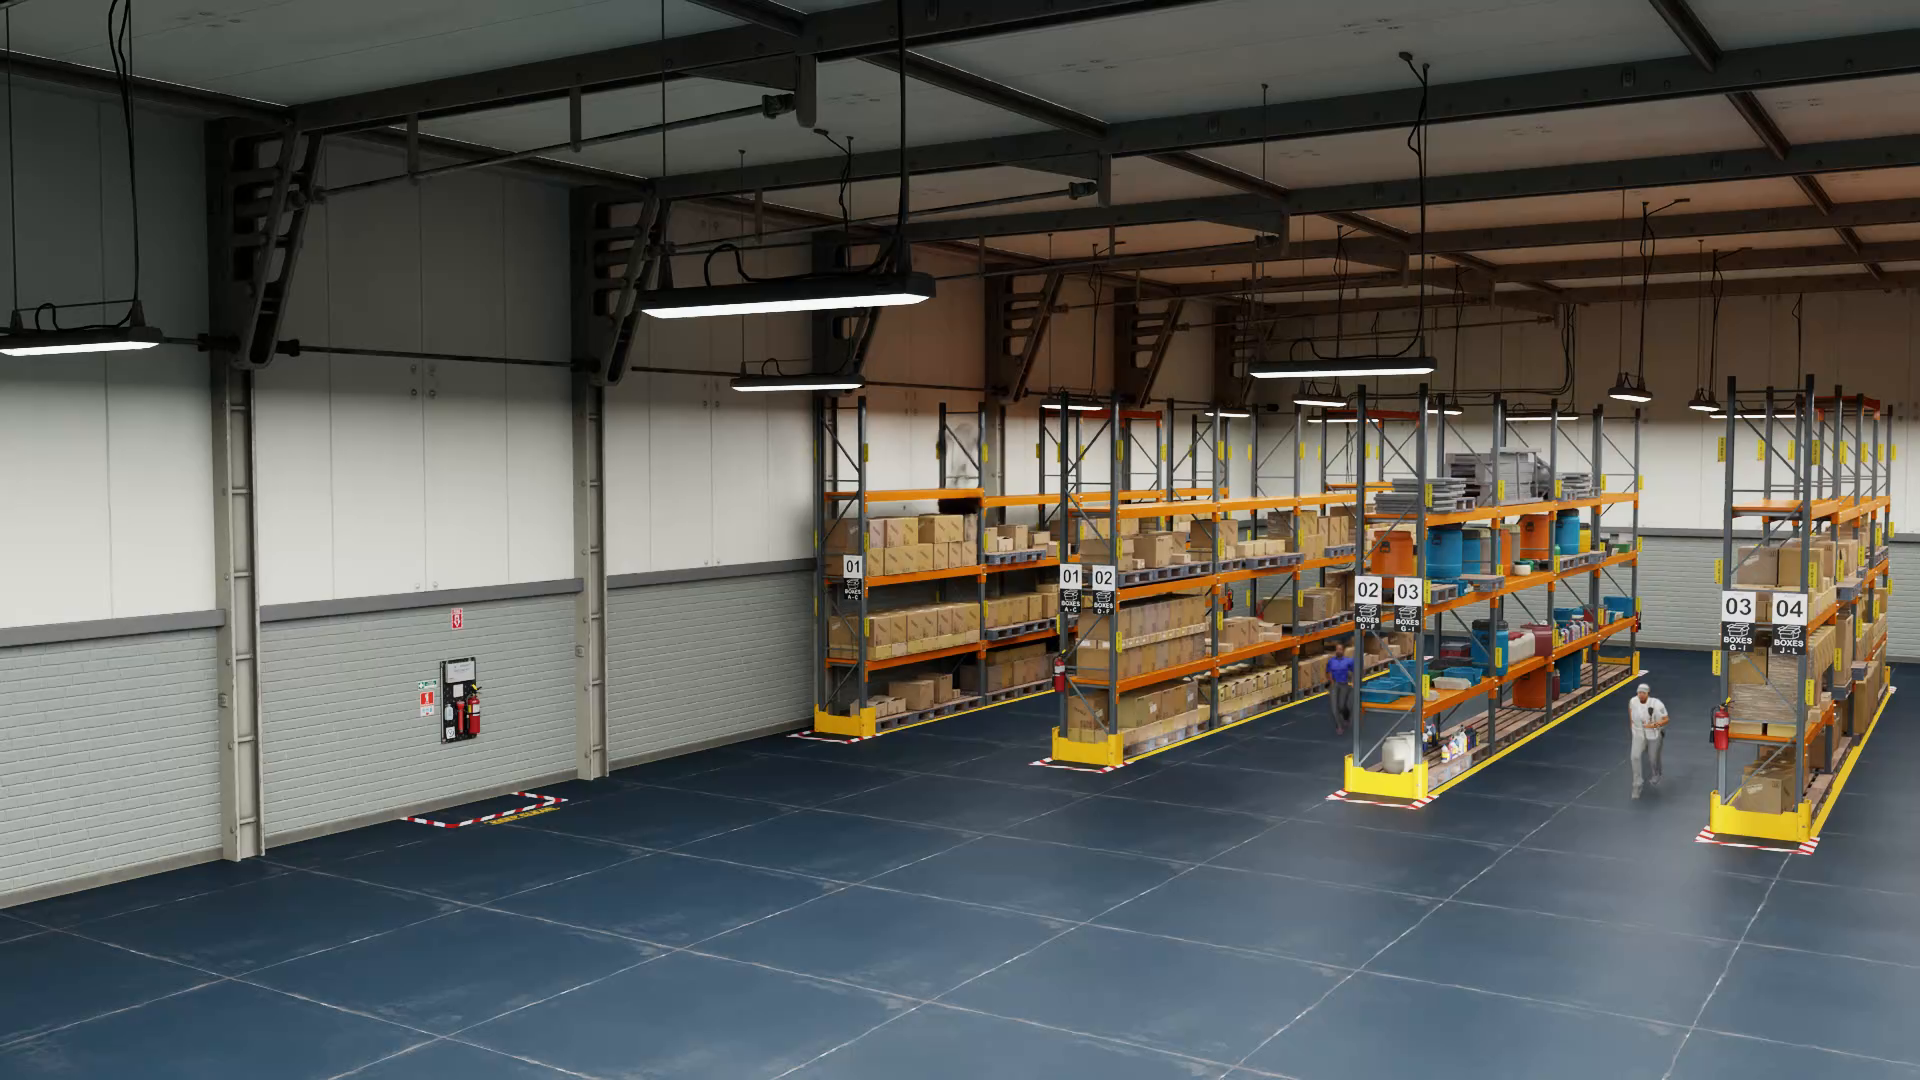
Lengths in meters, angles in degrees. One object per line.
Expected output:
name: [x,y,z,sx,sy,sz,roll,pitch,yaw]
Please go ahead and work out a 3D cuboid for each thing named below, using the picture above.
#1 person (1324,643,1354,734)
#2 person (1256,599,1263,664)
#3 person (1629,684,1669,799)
person: [6.745,2.654,29.544,0.570,1.607,0.529,1,3,25]
person: [6.892,2.170,37.926,0.645,1.673,0.918,2,4,33]
person: [10.096,2.914,24.382,0.607,1.672,1.049,2,4,35]
